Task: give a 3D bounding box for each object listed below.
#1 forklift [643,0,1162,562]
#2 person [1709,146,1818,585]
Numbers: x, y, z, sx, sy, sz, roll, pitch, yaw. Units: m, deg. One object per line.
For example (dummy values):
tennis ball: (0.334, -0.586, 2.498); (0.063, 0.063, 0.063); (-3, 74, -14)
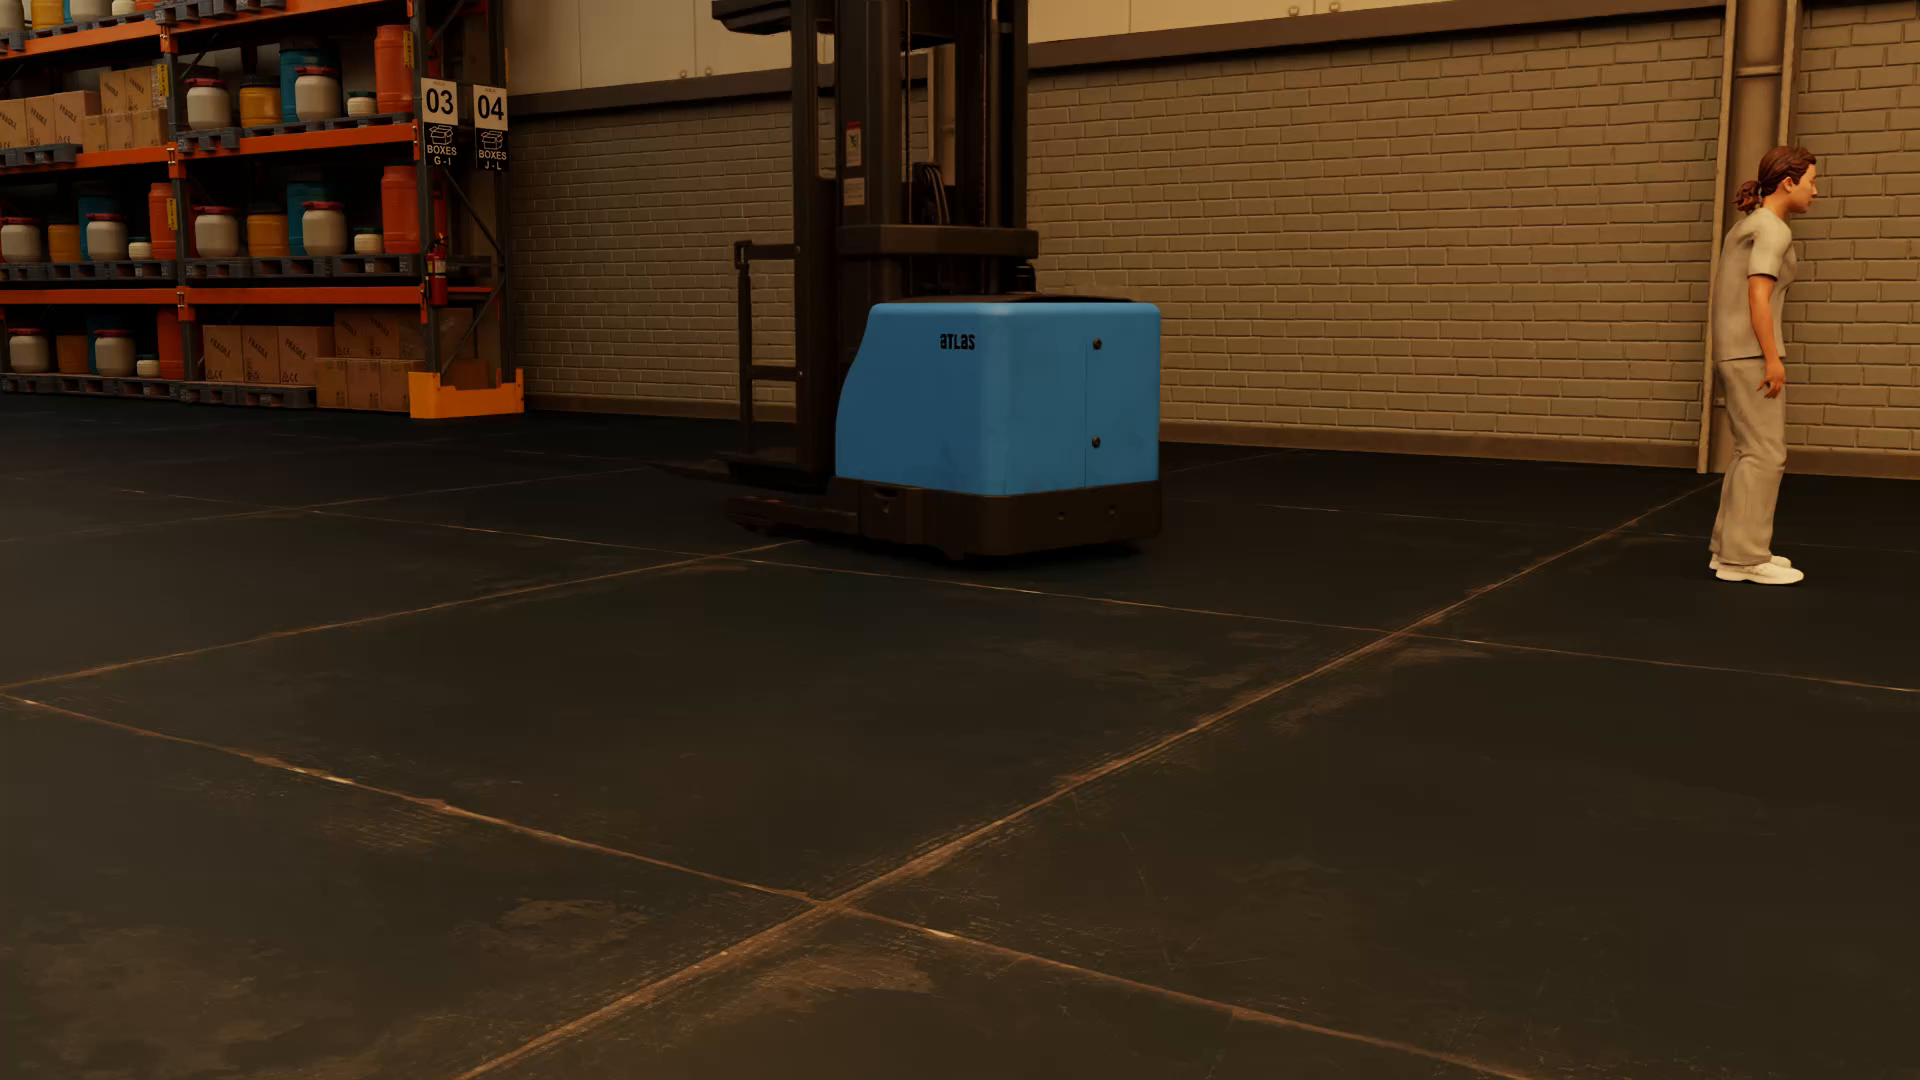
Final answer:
forklift: (-0.465, -1.520, 7.879); (1.130, 2.935, 3.031); (-7, 11, -40)
person: (3.123, -0.685, 6.492); (0.363, 1.672, 0.489); (3, 8, 17)
